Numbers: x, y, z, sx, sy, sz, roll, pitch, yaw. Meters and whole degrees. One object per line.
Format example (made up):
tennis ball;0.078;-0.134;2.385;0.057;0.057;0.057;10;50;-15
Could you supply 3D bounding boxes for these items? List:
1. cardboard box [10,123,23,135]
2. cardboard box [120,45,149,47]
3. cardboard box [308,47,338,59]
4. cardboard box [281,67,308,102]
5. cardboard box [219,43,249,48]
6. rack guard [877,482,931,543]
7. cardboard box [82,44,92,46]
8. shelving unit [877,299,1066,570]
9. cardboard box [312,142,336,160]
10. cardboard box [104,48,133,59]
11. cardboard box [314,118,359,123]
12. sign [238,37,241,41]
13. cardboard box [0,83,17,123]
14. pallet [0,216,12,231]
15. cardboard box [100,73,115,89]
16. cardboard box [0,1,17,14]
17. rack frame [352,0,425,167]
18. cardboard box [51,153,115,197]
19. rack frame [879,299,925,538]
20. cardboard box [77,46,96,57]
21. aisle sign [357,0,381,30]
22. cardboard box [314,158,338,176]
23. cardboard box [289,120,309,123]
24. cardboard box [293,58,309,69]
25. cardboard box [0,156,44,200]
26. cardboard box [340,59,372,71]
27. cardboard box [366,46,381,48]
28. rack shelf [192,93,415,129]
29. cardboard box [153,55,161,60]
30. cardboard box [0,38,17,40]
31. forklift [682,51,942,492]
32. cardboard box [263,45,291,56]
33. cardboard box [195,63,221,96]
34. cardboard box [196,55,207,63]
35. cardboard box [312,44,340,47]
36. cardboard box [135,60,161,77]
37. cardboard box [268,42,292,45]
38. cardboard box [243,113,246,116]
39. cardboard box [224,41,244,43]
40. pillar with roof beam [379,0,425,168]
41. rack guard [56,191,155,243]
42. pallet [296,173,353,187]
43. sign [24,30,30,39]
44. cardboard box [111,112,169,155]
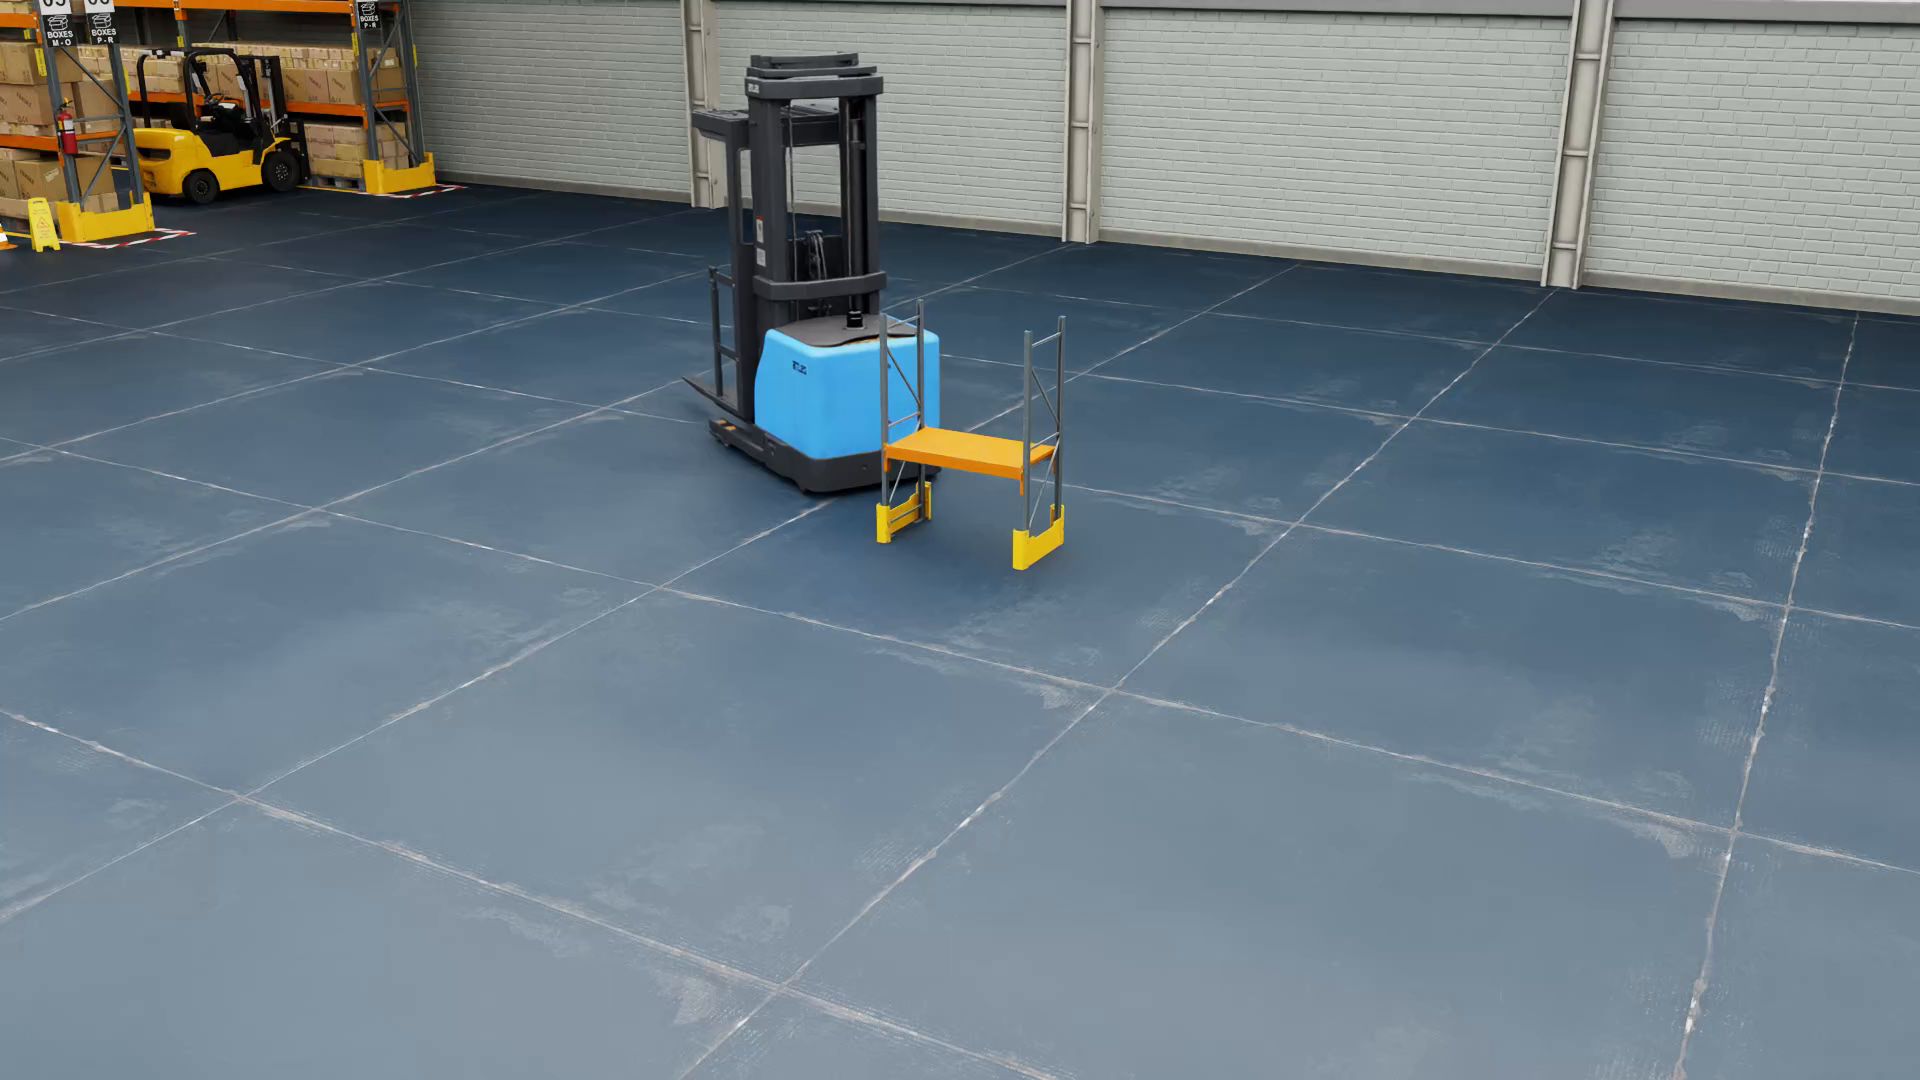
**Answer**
cardboard box;-12.083;-5.362;21.616;0.250;0.149;0.380;10;22;26
cardboard box;-14.171;-8.415;28.567;0.250;0.149;0.380;10;22;26
cardboard box;-9.815;-7.521;25.666;0.250;0.149;0.380;11;23;28
cardboard box;-10.200;-7.126;25.965;0.500;0.500;0.500;10;22;26
cardboard box;-11.605;-7.861;26.603;0.250;0.149;0.380;10;22;26
rack guard;-0.368;-0.188;11.016;0.087;0.250;0.587;11;23;27
cardboard box;-15.064;-8.580;29.021;0.250;0.149;0.380;11;23;29
shelving unit;0.067;-0.692;10.574;1.083;1.500;0.587;11;23;27
cardboard box;-9.756;-6.116;26.010;0.500;0.250;0.500;11;22;27
cardboard box;-14.044;-8.134;27.792;0.250;0.149;0.380;10;22;26
cardboard box;-9.943;-6.581;26.559;0.500;0.250;0.500;11;22;27
sign;-11.969;-8.176;27.621;0.005;0.325;0.100;11;23;27
cardboard box;-12.206;-5.703;21.605;0.500;0.500;0.500;11;23;27
pallet;-12.983;-4.474;22.889;1.213;0.211;1.003;11;23;27
cardboard box;-14.120;-7.759;28.077;0.500;0.250;0.500;12;23;29
cardboard box;-11.844;-6.723;20.969;0.250;0.149;0.380;11;23;28
rack frame;-8.746;-6.902;25.492;0.127;3.000;1.000;11;23;27
cardboard box;-11.754;-4.901;22.293;0.500;0.500;0.500;10;22;26
rack frame;-0.369;-0.775;10.803;0.032;1.500;0.500;11;23;27
cardboard box;-14.891;-8.324;28.317;0.250;0.149;0.380;11;23;28
aisle sign;-8.832;-8.025;24.778;0.004;0.787;0.394;11;23;27
cardboard box;-9.740;-5.876;26.081;0.500;0.250;0.500;11;23;27
cardboard box;-10.633;-6.511;26.365;0.500;0.250;0.500;10;22;26
cardboard box;-10.087;-7.398;25.762;0.250;0.149;0.380;10;22;26
cardboard box;-12.447;-4.822;22.076;0.500;0.500;0.500;12;23;29
cardboard box;-9.185;-7.228;25.294;0.250;0.149;0.380;11;23;28
cardboard box;-9.137;-7.576;25.816;0.250;0.149;0.380;12;23;29
rack shelf;-10.492;-6.896;26.532;4.000;0.370;1.077;11;23;27
cardboard box;-13.067;-8.003;27.432;0.250;0.149;0.380;11;23;27
cardboard box;-12.649;-6.241;21.621;0.500;0.500;0.700;10;22;27
forklift;-1.301;-2.164;12.532;1.130;2.935;3.031;-11;23;-28
cardboard box;-10.715;-7.690;26.133;0.250;0.149;0.380;11;23;28
cardboard box;-11.978;-7.462;26.891;0.500;0.500;0.500;10;22;26
cardboard box;-12.088;-7.787;26.836;0.250;0.149;0.380;10;22;26
cardboard box;-10.016;-7.761;26.327;0.250;0.149;0.380;10;22;26
cardboard box;-13.244;-7.820;27.512;0.500;0.250;0.500;10;22;26
cardboard box;-10.910;-7.929;26.791;0.250;0.149;0.380;10;22;26
cardboard box;-11.714;-6.917;27.486;0.500;0.250;0.500;11;23;28
cardboard box;-11.812;-8.095;27.249;0.250;0.149;0.380;11;23;27
pillar with roof beam;-11.014;-8.824;21.995;0.400;9.000;9.100;11;23;27
rack guard;-11.230;-4.261;21.878;0.348;0.500;1.175;11;23;27
pallet;-10.495;-5.909;26.844;1.213;0.211;1.003;11;23;27
sign;-15.986;-8.576;28.526;0.005;0.325;0.100;11;23;27
cardboard box;-14.030;-6.987;28.594;0.625;0.625;0.875;10;22;25
